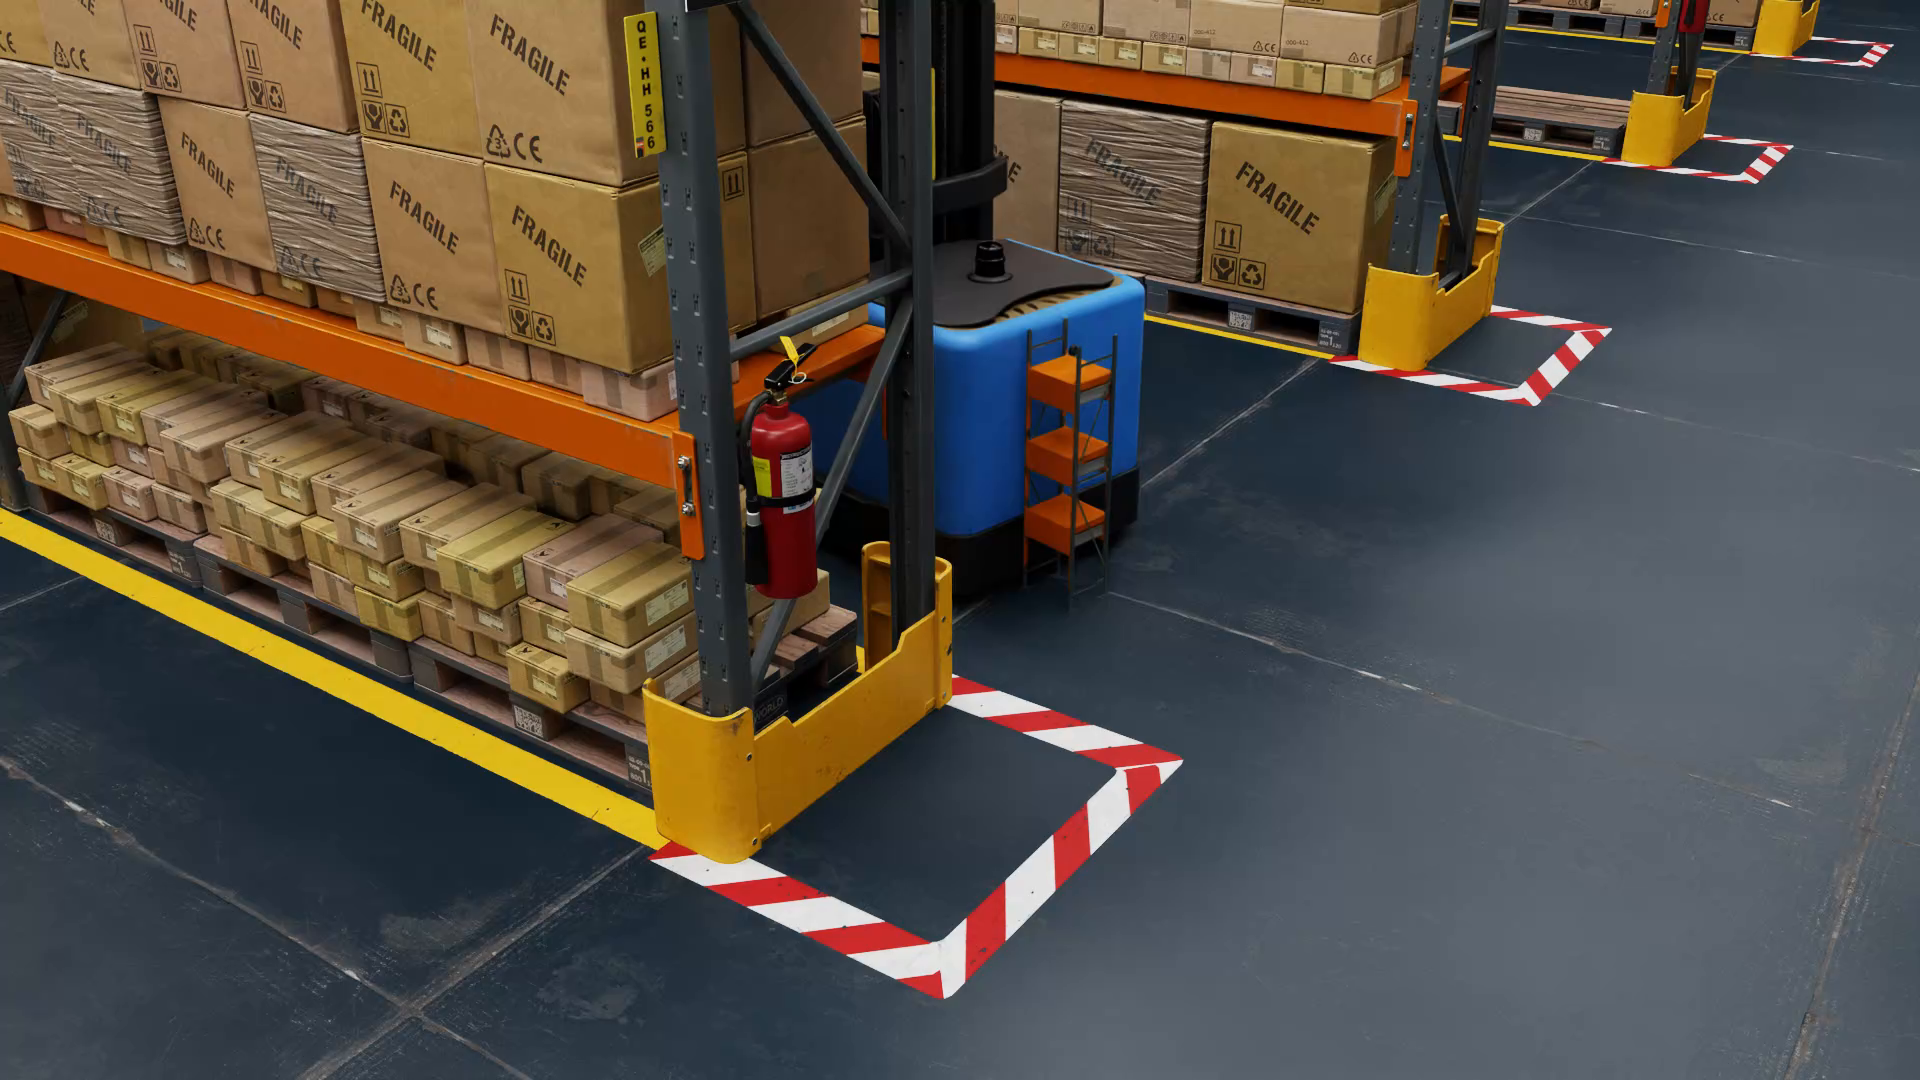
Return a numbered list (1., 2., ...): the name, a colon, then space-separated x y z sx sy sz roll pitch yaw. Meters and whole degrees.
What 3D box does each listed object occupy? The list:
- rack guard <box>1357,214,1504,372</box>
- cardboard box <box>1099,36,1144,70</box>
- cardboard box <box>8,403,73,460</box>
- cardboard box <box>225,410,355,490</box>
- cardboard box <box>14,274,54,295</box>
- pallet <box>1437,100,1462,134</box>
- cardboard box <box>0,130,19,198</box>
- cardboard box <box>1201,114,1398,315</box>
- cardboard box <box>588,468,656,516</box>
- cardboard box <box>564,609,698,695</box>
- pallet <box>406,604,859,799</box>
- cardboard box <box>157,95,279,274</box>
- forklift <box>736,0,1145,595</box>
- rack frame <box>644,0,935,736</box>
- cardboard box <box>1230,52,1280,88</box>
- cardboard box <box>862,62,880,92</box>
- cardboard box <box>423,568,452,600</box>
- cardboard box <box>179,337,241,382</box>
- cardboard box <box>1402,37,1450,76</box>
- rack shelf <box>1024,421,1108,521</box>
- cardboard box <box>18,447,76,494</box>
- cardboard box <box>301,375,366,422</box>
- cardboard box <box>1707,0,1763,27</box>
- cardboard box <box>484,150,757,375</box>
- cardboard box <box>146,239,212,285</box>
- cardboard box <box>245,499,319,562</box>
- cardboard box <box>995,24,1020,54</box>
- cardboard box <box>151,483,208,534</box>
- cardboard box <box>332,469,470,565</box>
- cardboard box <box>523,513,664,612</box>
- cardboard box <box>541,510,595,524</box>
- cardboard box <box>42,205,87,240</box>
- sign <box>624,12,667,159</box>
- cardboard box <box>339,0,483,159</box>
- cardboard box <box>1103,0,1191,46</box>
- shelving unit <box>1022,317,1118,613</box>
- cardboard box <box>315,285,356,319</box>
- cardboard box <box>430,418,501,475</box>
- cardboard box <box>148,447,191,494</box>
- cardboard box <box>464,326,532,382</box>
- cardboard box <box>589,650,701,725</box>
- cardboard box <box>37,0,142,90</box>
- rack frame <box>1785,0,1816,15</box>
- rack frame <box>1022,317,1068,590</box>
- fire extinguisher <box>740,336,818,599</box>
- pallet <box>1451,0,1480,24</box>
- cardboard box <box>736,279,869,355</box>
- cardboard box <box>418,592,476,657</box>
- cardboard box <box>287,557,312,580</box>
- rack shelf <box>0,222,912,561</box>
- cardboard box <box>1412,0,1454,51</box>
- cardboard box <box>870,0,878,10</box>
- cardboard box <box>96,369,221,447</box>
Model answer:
1. rack guard: 2.501 -1.325 8.803 0.348 0.500 1.175 17 32 30
2. cardboard box: 0.944 -2.630 8.887 0.250 0.149 0.380 17 32 30
3. cardboard box: -3.590 -0.480 6.739 0.250 0.149 0.380 19 33 33
4. cardboard box: -2.448 -0.327 6.110 0.250 0.149 0.380 16 31 28
5. cardboard box: -4.167 -1.340 7.542 0.500 0.250 0.500 16 31 28
6. pallet: 3.626 -3.594 13.580 1.213 0.211 1.003 17 32 30
7. cardboard box: -3.442 -1.600 6.148 0.500 0.500 0.500 17 31 29
8. cardboard box: 1.908 -1.820 8.899 0.875 0.875 0.875 17 32 30
9. cardboard box: -1.081 -0.199 5.857 0.250 0.149 0.380 17 32 30
10. cardboard box: -1.007 0.305 5.195 0.250 0.149 0.380 16 31 29
11. pallet: -1.123 0.385 5.762 1.213 0.211 1.003 17 32 30
12. cardboard box: -2.177 -1.206 5.374 0.500 0.500 0.500 19 33 33
13. forklift: -0.642 -1.685 6.829 1.130 2.935 3.031 -23 35 -37
14. rack frame: -0.411 -0.617 4.655 0.127 3.000 1.000 17 32 30
15. cardboard box: 1.578 -2.433 8.500 0.250 0.149 0.380 17 32 30
16. cardboard box: -0.318 -2.513 10.261 0.875 0.875 0.875 17 32 30
17. cardboard box: -1.600 0.065 5.668 0.250 0.149 0.380 17 31 30
18. cardboard box: -3.034 -0.781 7.002 0.250 0.149 0.380 18 32 31
19. cardboard box: 2.375 -2.548 8.726 0.250 0.149 0.380 18 32 31
20. rack shelf: 0.397 -0.257 6.121 0.215 0.259 0.240 -23 35 -37
21. cardboard box: -3.590 -0.347 6.805 0.250 0.149 0.380 16 31 28
22. cardboard box: -2.380 -0.589 6.624 0.250 0.149 0.380 16 31 28
23. cardboard box: 7.505 -5.277 16.084 0.500 0.500 0.500 17 32 30
24. cardboard box: -0.927 -0.813 4.602 0.500 0.500 0.500 18 32 31
25. cardboard box: -2.547 -1.017 5.718 0.250 0.149 0.380 19 33 32
26. cardboard box: -2.314 -0.089 5.970 0.250 0.149 0.380 18 32 31
27. cardboard box: 0.308 -2.827 9.276 0.250 0.149 0.380 18 32 31
28. cardboard box: -2.898 -0.188 6.492 0.250 0.149 0.380 17 31 29
29. cardboard box: -1.881 -0.083 5.631 0.250 0.149 0.380 19 32 32
30. cardboard box: -1.165 0.074 5.321 0.250 0.149 0.380 18 32 31
31. cardboard box: -1.293 -0.124 6.039 0.250 0.149 0.380 18 32 32
32. cardboard box: -3.155 -1.250 6.175 0.250 0.149 0.380 16 31 28
33. sign: -0.741 -1.071 3.923 0.005 0.325 0.100 17 32 30
34. cardboard box: -1.346 -1.394 4.642 0.500 0.500 0.500 16 31 29
35. cardboard box: 1.094 -2.797 8.777 0.500 0.250 0.500 16 31 29
36. shelving unit: 0.397 -0.267 6.116 0.215 1.050 0.252 -23 35 -37
37. cardboard box: -1.851 -0.847 5.384 0.250 0.149 0.380 16 31 28
38. cardboard box: -1.746 -0.391 6.235 0.250 0.149 0.380 18 32 31
39. cardboard box: -2.889 -0.330 6.443 0.250 0.149 0.380 16 31 28
40. cardboard box: -1.238 -0.620 4.937 0.250 0.149 0.380 17 32 30
41. cardboard box: -0.963 0.409 5.319 0.250 0.149 0.380 18 32 31
42. cardboard box: -2.640 -1.791 5.422 0.500 0.500 0.500 18 32 31
43. rack frame: 8.093 -6.148 15.523 0.127 3.000 1.000 17 32 30
44. rack frame: 0.315 -0.307 6.196 0.200 1.050 0.008 -23 35 -37
45. fire extinguisher: -0.464 -0.179 4.291 0.183 0.674 0.296 17 32 30
46. pallet: 5.361 -5.755 17.827 1.213 0.211 1.003 17 32 30
47. cardboard box: -0.492 -0.711 5.116 0.250 0.149 0.380 17 32 30
48. cardboard box: -1.612 0.223 5.686 0.250 0.149 0.380 18 32 31
49. cardboard box: -2.237 0.010 6.104 0.250 0.149 0.380 18 32 32
50. rack shelf: -2.059 -0.810 5.827 4.000 0.370 1.077 17 32 30
51. cardboard box: 2.238 -2.735 8.655 0.500 0.250 0.500 16 31 29
52. cardboard box: -0.170 -3.190 9.548 0.500 0.250 0.500 17 32 30
53. cardboard box: -3.111 -0.520 6.490 0.250 0.149 0.380 17 31 30
